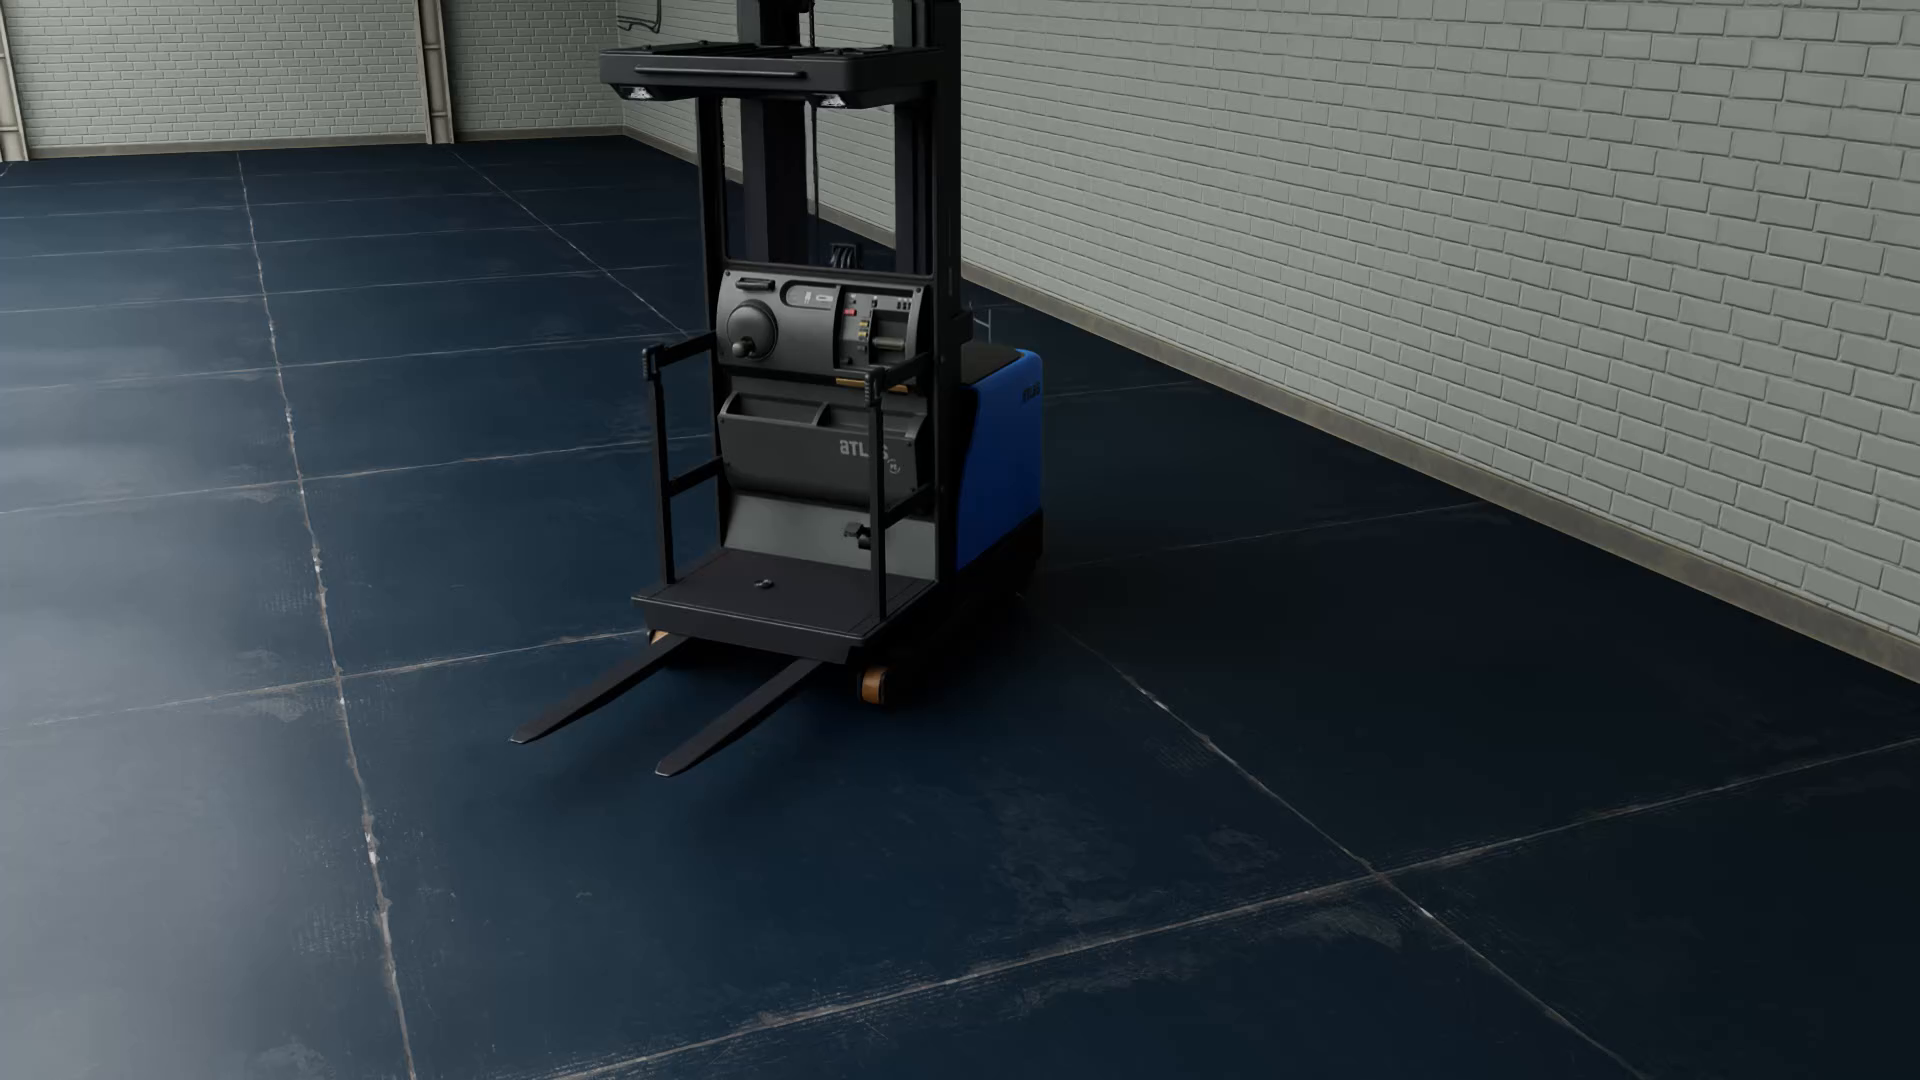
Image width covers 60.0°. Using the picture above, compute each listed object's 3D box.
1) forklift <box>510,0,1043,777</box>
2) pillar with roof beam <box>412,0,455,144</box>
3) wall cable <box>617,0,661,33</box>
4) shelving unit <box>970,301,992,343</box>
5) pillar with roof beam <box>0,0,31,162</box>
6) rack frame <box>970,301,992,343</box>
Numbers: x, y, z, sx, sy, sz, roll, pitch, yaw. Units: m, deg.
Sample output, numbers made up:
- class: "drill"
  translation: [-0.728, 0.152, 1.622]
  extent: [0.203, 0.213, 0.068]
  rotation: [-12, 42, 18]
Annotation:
- class: "forklift"
  translation: [-0.662, -0.882, 6.613]
  extent: [1.130, 2.935, 3.031]
  rotation: [8, 21, 23]
- class: "pillar with roof beam"
  translation: [-6.567, -9.256, 21.259]
  extent: [0.400, 9.000, 9.100]
  rotation: [-8, 21, -22]
- class: "wall cable"
  translation: [-5.043, -9.088, 25.459]
  extent: [0.112, 2.526, 3.097]
  rotation: [-8, 21, -22]
- class: "shelving unit"
  translation: [0.019, -0.576, 8.349]
  extent: [0.189, 1.200, 0.258]
  rotation: [-9, 21, -23]
- class: "pillar with roof beam"
  translation: [-12.076, -8.466, 19.017]
  extent: [0.400, 9.000, 9.100]
  rotation: [-8, 21, -22]
- class: "rack frame"
  translation: [0.102, -0.589, 8.386]
  extent: [0.006, 1.200, 0.240]
  rotation: [-9, 21, -23]
